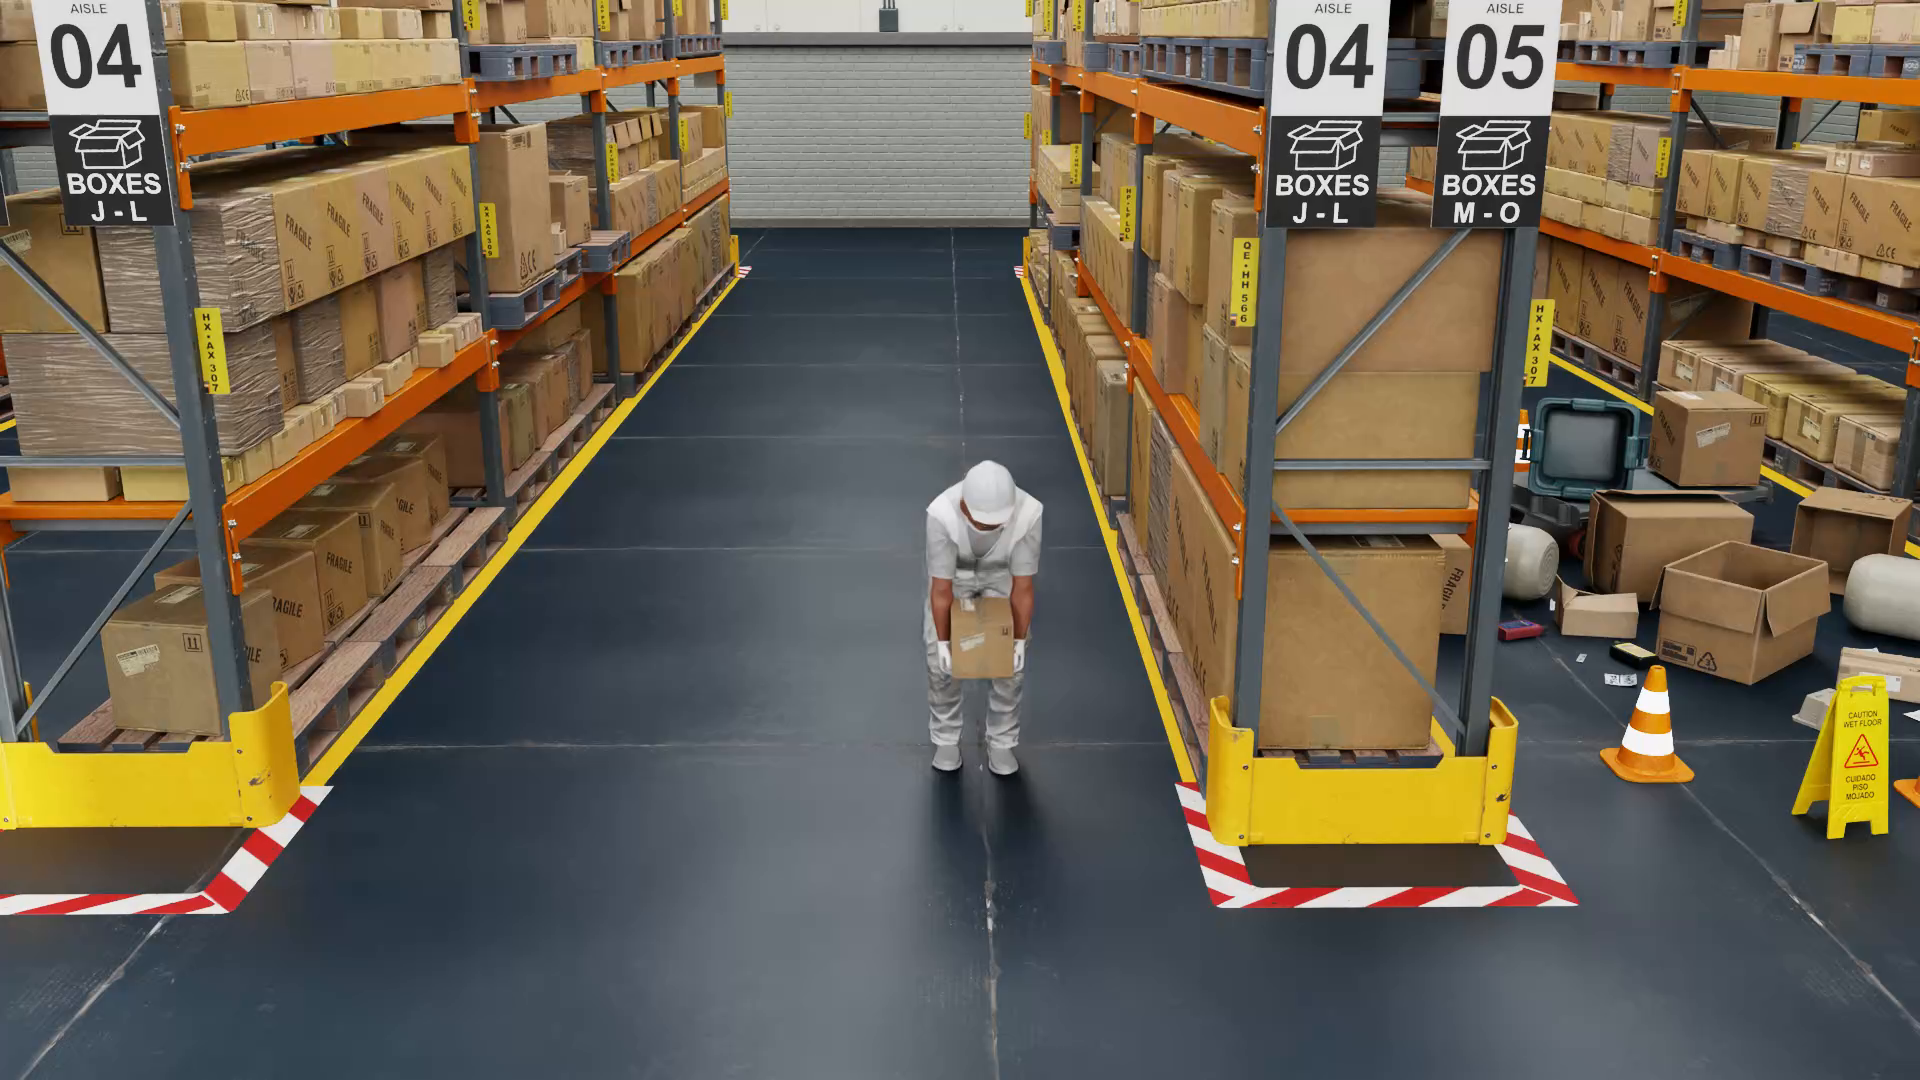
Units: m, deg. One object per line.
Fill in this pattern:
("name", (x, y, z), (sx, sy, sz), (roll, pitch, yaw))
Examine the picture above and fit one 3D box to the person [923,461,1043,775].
("person", (0.092, 0.313, 6.992), (0.494, 1.484, 0.854), (-1, 17, -2))
